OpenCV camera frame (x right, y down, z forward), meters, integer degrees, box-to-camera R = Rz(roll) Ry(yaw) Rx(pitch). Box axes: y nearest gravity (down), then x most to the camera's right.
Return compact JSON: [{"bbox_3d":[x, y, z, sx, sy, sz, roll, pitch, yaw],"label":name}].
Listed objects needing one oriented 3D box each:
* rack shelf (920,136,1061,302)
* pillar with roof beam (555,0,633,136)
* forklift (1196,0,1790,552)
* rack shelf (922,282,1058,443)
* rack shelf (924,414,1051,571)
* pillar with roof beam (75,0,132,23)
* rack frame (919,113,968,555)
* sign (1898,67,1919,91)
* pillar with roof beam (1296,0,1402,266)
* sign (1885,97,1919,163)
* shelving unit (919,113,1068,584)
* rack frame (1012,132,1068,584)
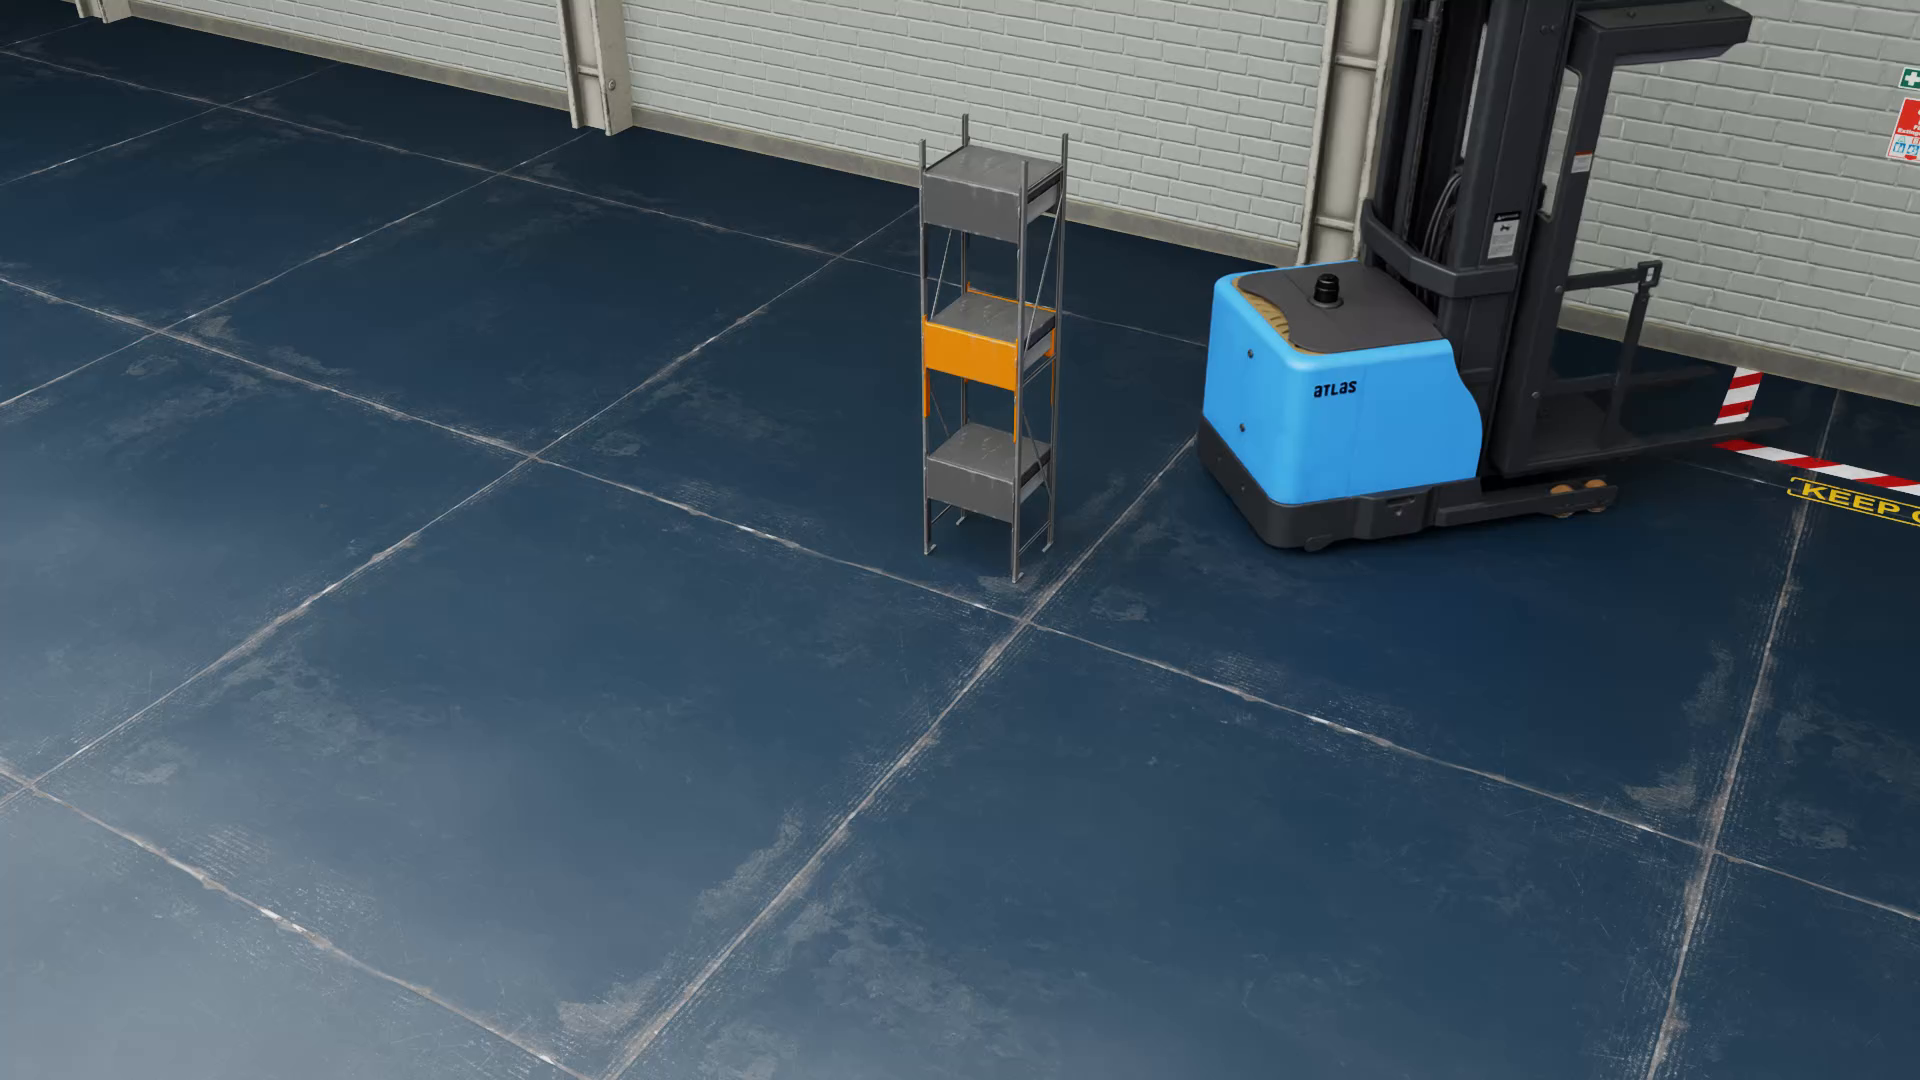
[{"bbox_3d":[0.144,-1.400,7.219,0.480,0.518,0.431,18,37,24],"label":"rack shelf"},{"bbox_3d":[-4.959,-4.959,7.578,0.400,9.000,9.100,18,37,24],"label":"pillar with roof beam"},{"bbox_3d":[2.829,-1.606,8.018,3.031,2.935,1.130,-9,35,-13],"label":"forklift"},{"bbox_3d":[0.144,-0.817,7.607,0.480,0.518,0.431,18,37,24],"label":"rack shelf"},{"bbox_3d":[0.144,-0.234,7.995,0.480,0.518,0.431,18,37,24],"label":"rack shelf"},{"bbox_3d":[-10.169,-6.609,10.056,0.400,9.000,9.100,18,37,24],"label":"pillar with roof beam"},{"bbox_3d":[-0.068,-0.896,7.700,0.015,2.100,0.400,18,37,24],"label":"rack frame"},{"bbox_3d":[5.039,-2.363,8.582,0.331,0.109,0.001,18,37,24],"label":"sign"},{"bbox_3d":[0.250,-3.309,5.100,0.400,9.000,9.100,18,37,24],"label":"pillar with roof beam"},{"bbox_3d":[5.040,-2.148,8.737,0.234,0.329,0.001,18,37,24],"label":"sign"},{"bbox_3d":[0.144,-0.828,7.600,0.503,2.100,0.431,18,37,24],"label":"shelving unit"},{"bbox_3d":[0.356,-0.761,7.499,0.015,2.100,0.400,18,37,24],"label":"rack frame"}]
